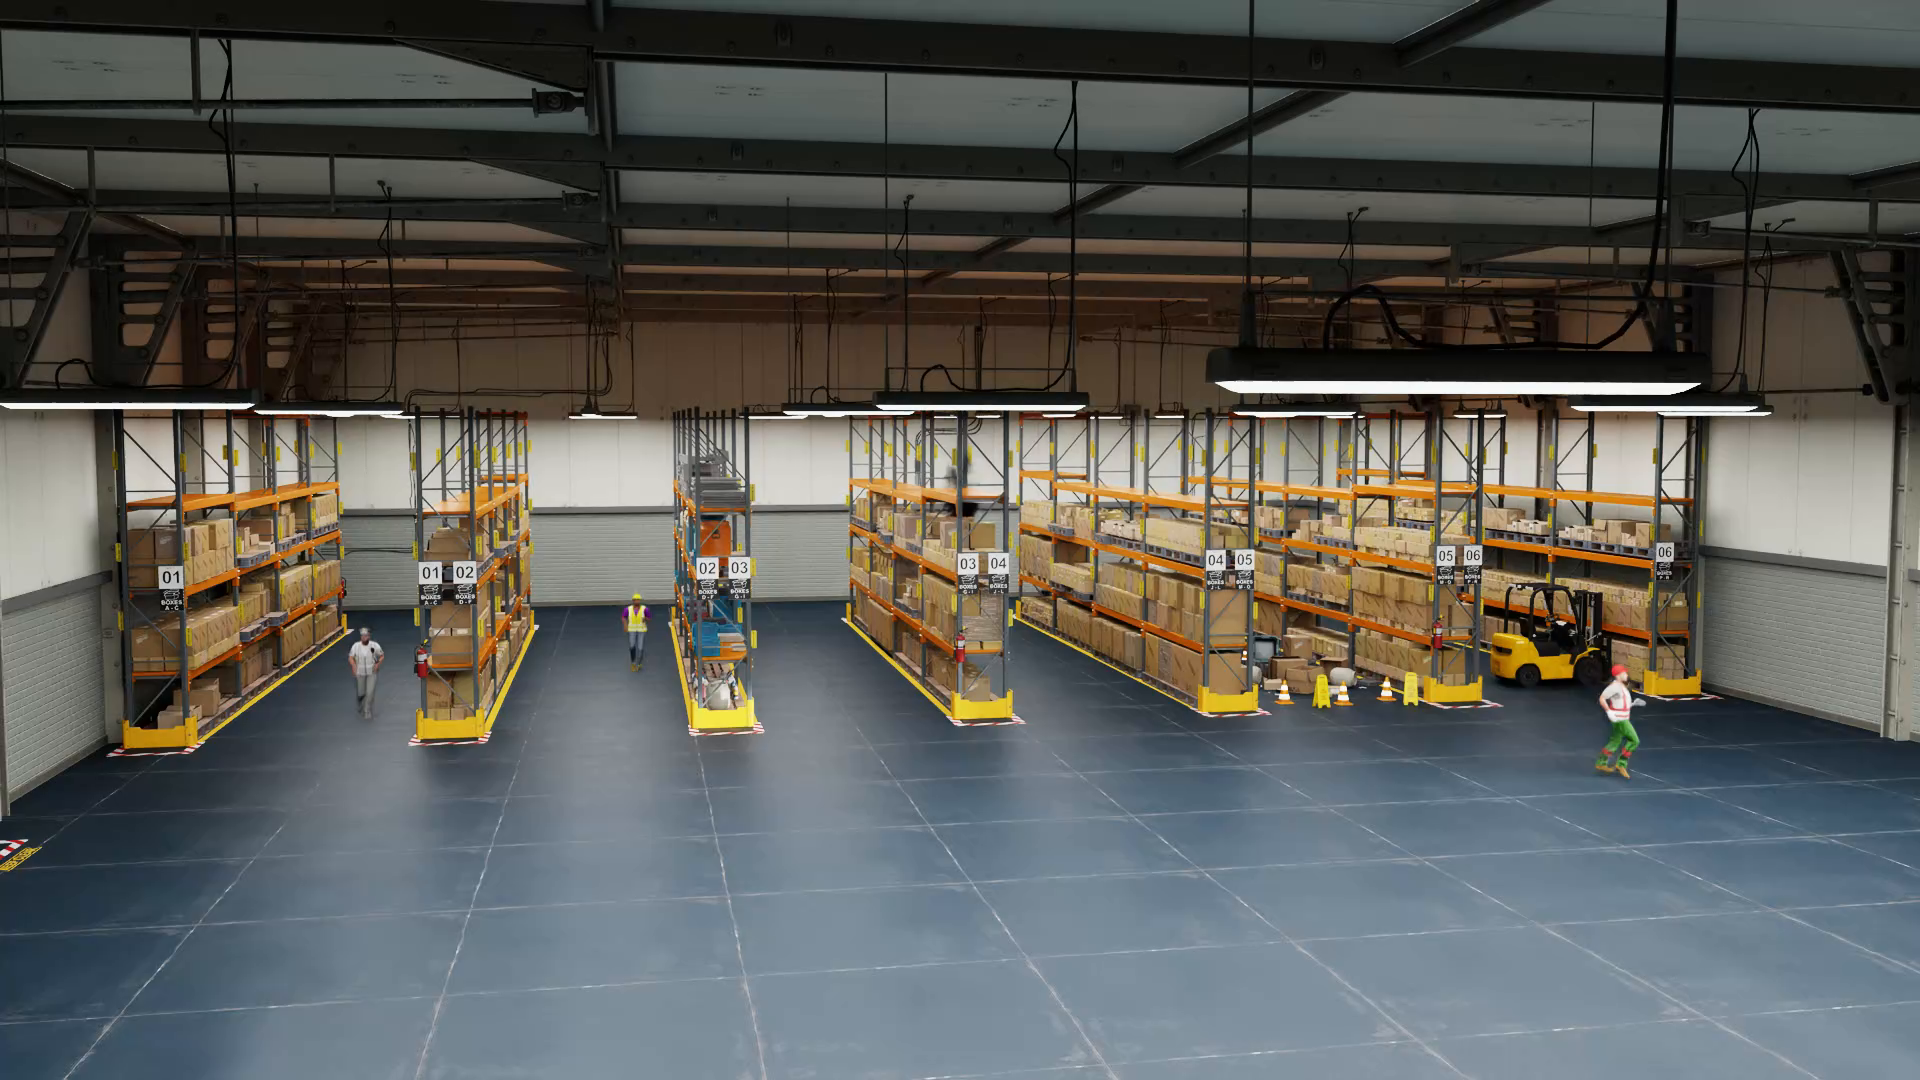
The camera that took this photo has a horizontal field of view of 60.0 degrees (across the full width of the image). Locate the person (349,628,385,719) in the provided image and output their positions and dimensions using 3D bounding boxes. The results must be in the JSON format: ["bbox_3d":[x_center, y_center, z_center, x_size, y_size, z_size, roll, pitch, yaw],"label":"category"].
[{"bbox_3d":[-11.484,2.567,32.224,0.653,1.758,0.647,-1,4,-16],"label":"person"}]

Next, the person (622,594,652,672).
[{"bbox_3d":[-7.410,2.139,38.134,0.675,1.804,0.689,-1,4,-11],"label":"person"}]

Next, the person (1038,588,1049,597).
[{"bbox_3d":[2.577,1.398,49.888,0.573,1.532,0.540,2,4,23],"label":"person"}]

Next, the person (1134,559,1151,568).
[{"bbox_3d":[5.466,1.207,50.782,0.950,1.823,0.707,-1,4,-8],"label":"person"}]

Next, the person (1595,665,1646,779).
[{"bbox_3d":[10.646,2.924,26.800,0.735,1.817,0.641,2,4,25],"label":"person"}]
